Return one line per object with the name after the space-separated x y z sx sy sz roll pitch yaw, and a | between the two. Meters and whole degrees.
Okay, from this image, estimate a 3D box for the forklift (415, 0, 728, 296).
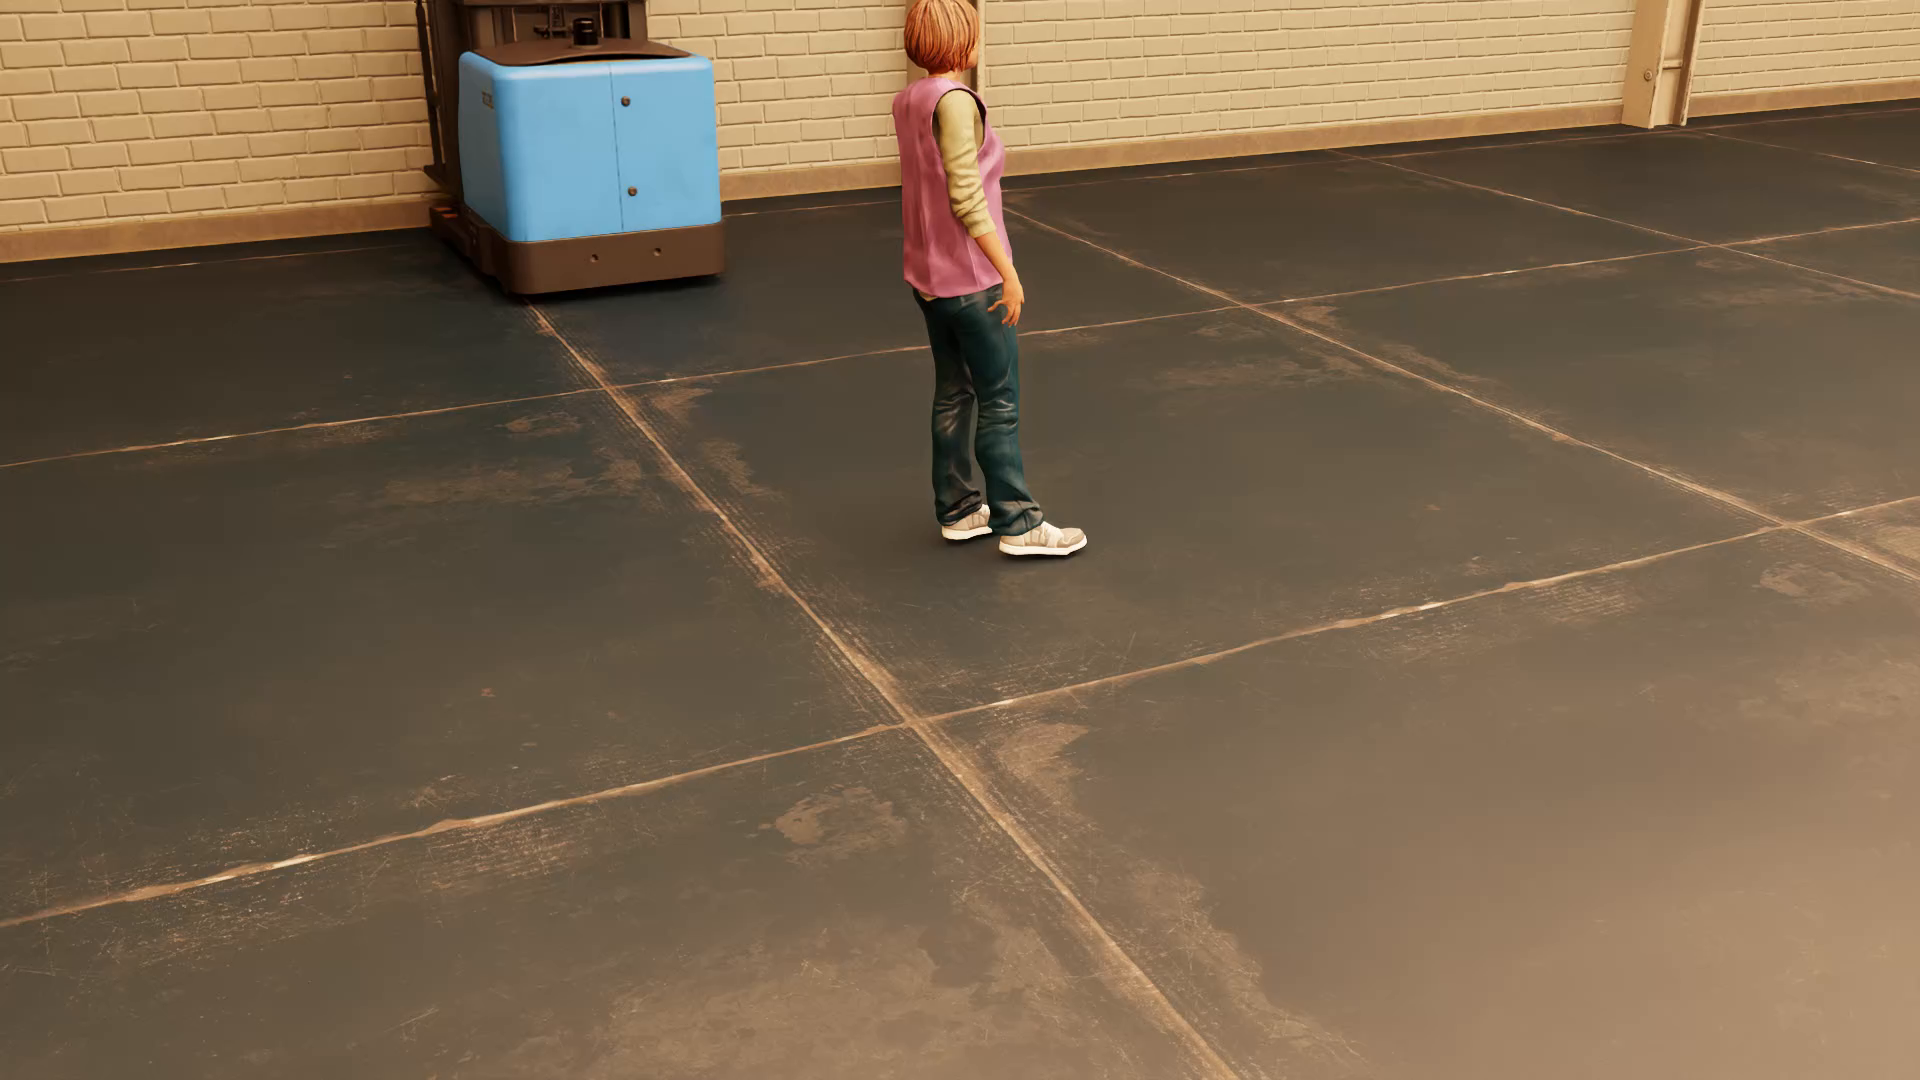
-2.247 -3.009 8.529 1.130 2.935 3.031 -11 25 -25 | forklift

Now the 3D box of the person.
0.074 -0.752 4.815 0.473 1.599 0.520 -10 25 -23 | person
